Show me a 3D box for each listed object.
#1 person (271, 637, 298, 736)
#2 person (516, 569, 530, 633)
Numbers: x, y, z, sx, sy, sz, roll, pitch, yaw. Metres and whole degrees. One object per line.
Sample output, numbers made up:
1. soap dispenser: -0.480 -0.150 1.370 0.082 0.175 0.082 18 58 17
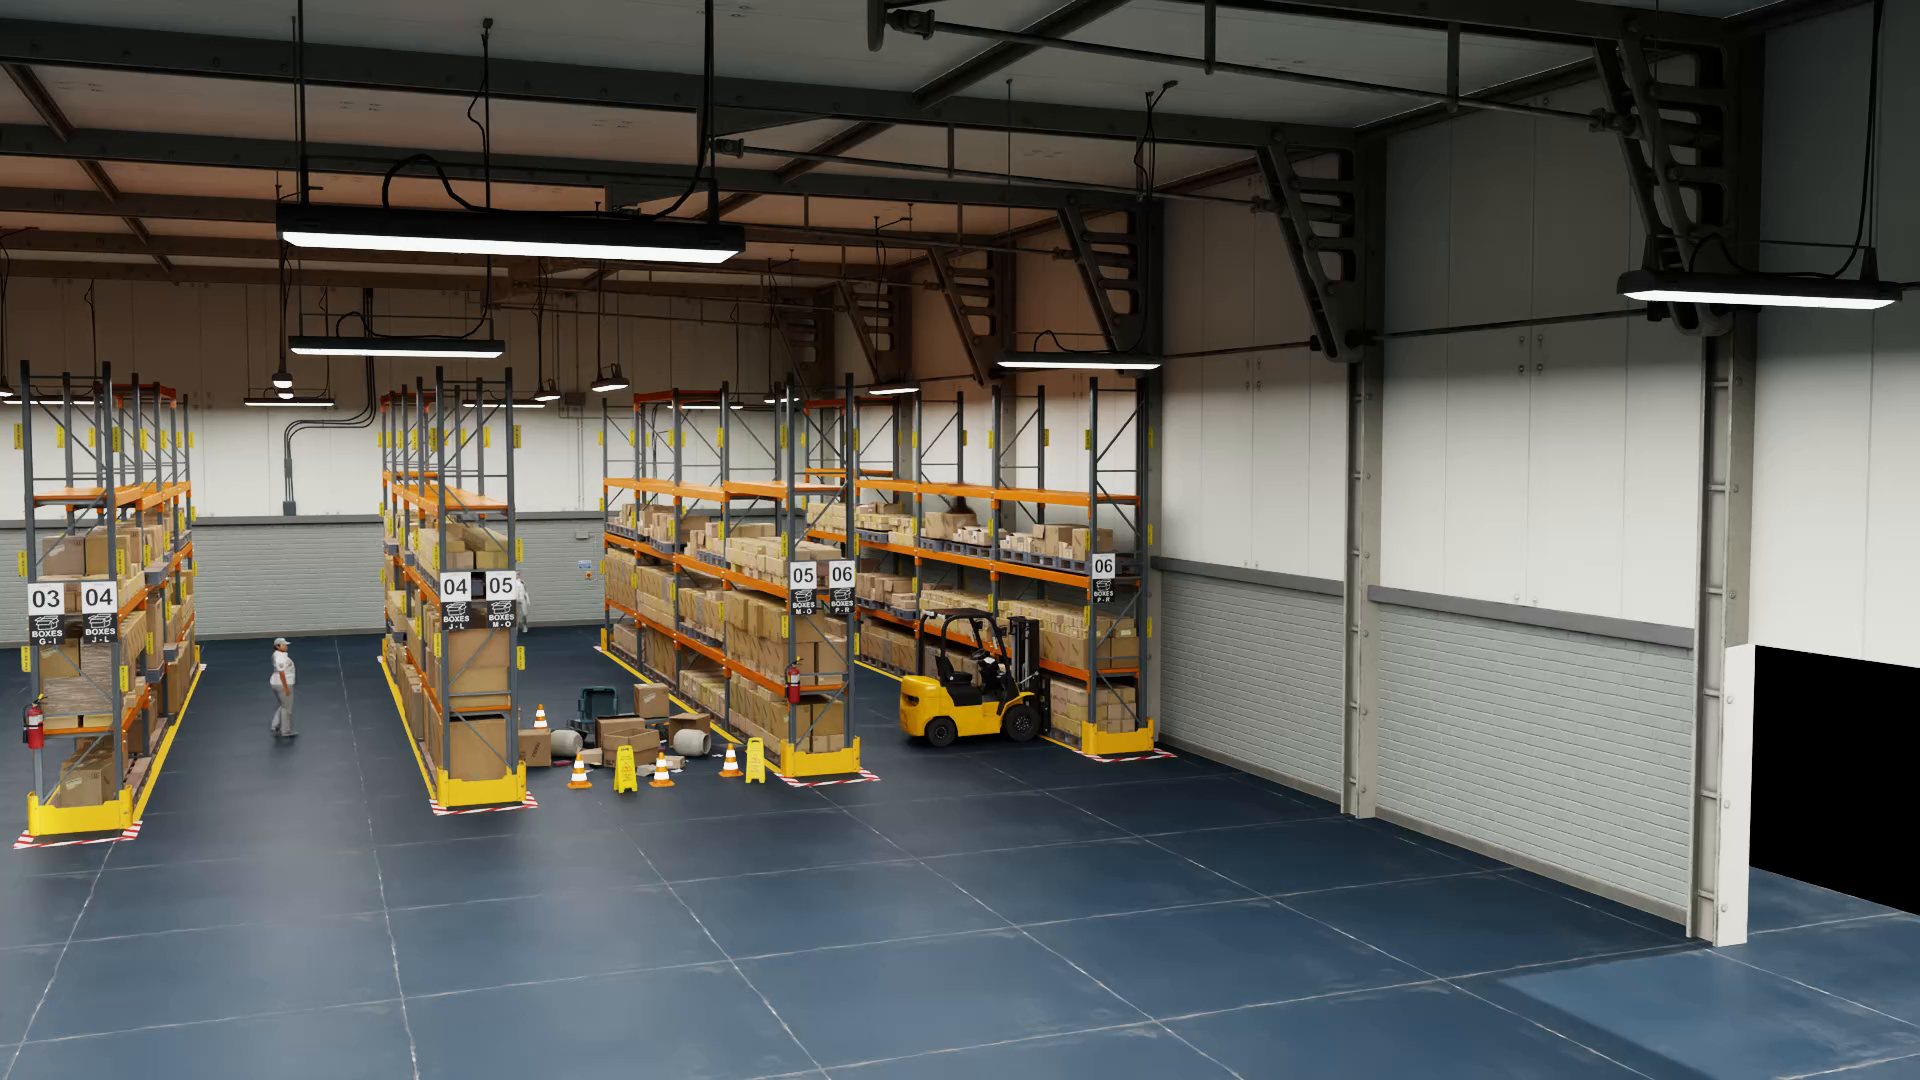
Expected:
1. person: -11.434 2.475 28.147 0.416 1.668 0.521 -3 5 -43
2. person: -11.408 1.588 42.956 0.579 1.682 0.467 -1 4 -15
